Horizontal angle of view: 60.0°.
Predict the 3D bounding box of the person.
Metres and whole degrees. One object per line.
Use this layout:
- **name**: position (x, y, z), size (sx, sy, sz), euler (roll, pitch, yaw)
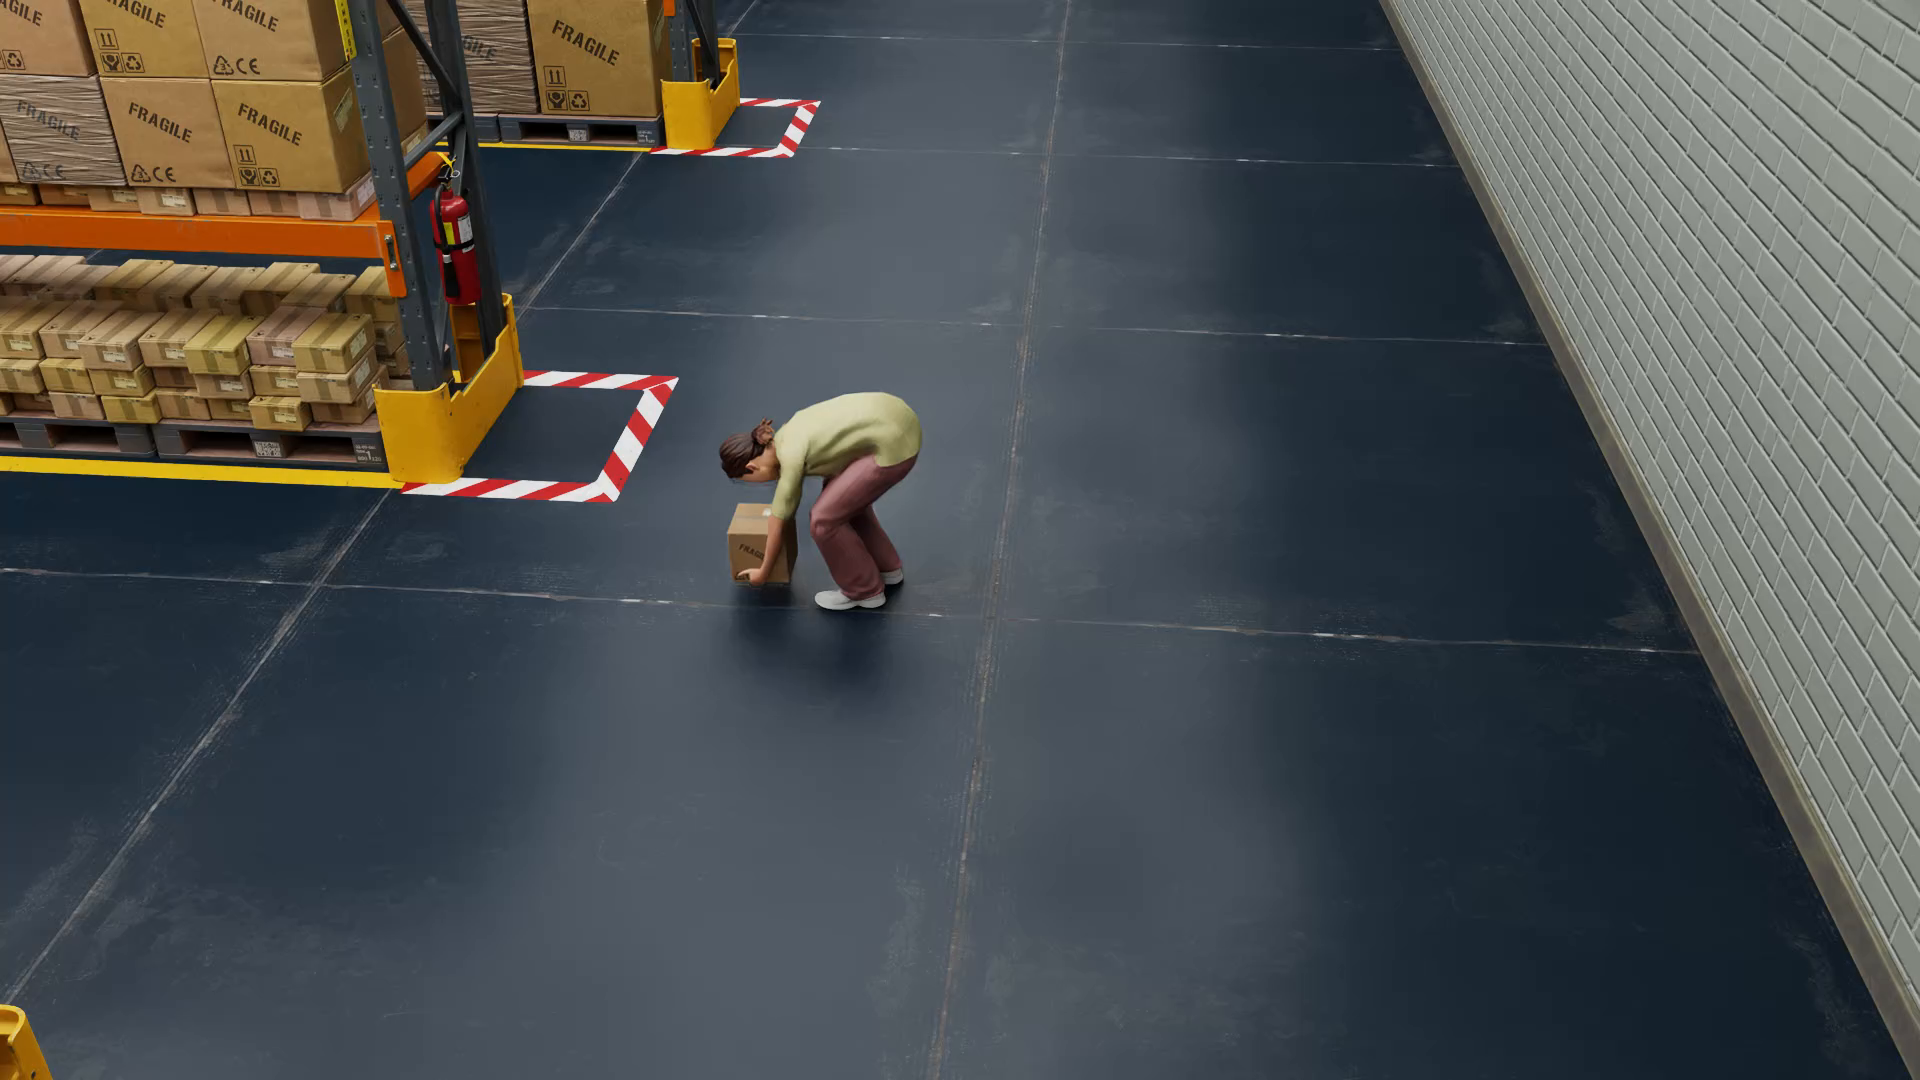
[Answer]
- **person**: position (-0.583, -0.173, 7.098), size (0.855, 0.947, 0.450), euler (1, 32, 2)
